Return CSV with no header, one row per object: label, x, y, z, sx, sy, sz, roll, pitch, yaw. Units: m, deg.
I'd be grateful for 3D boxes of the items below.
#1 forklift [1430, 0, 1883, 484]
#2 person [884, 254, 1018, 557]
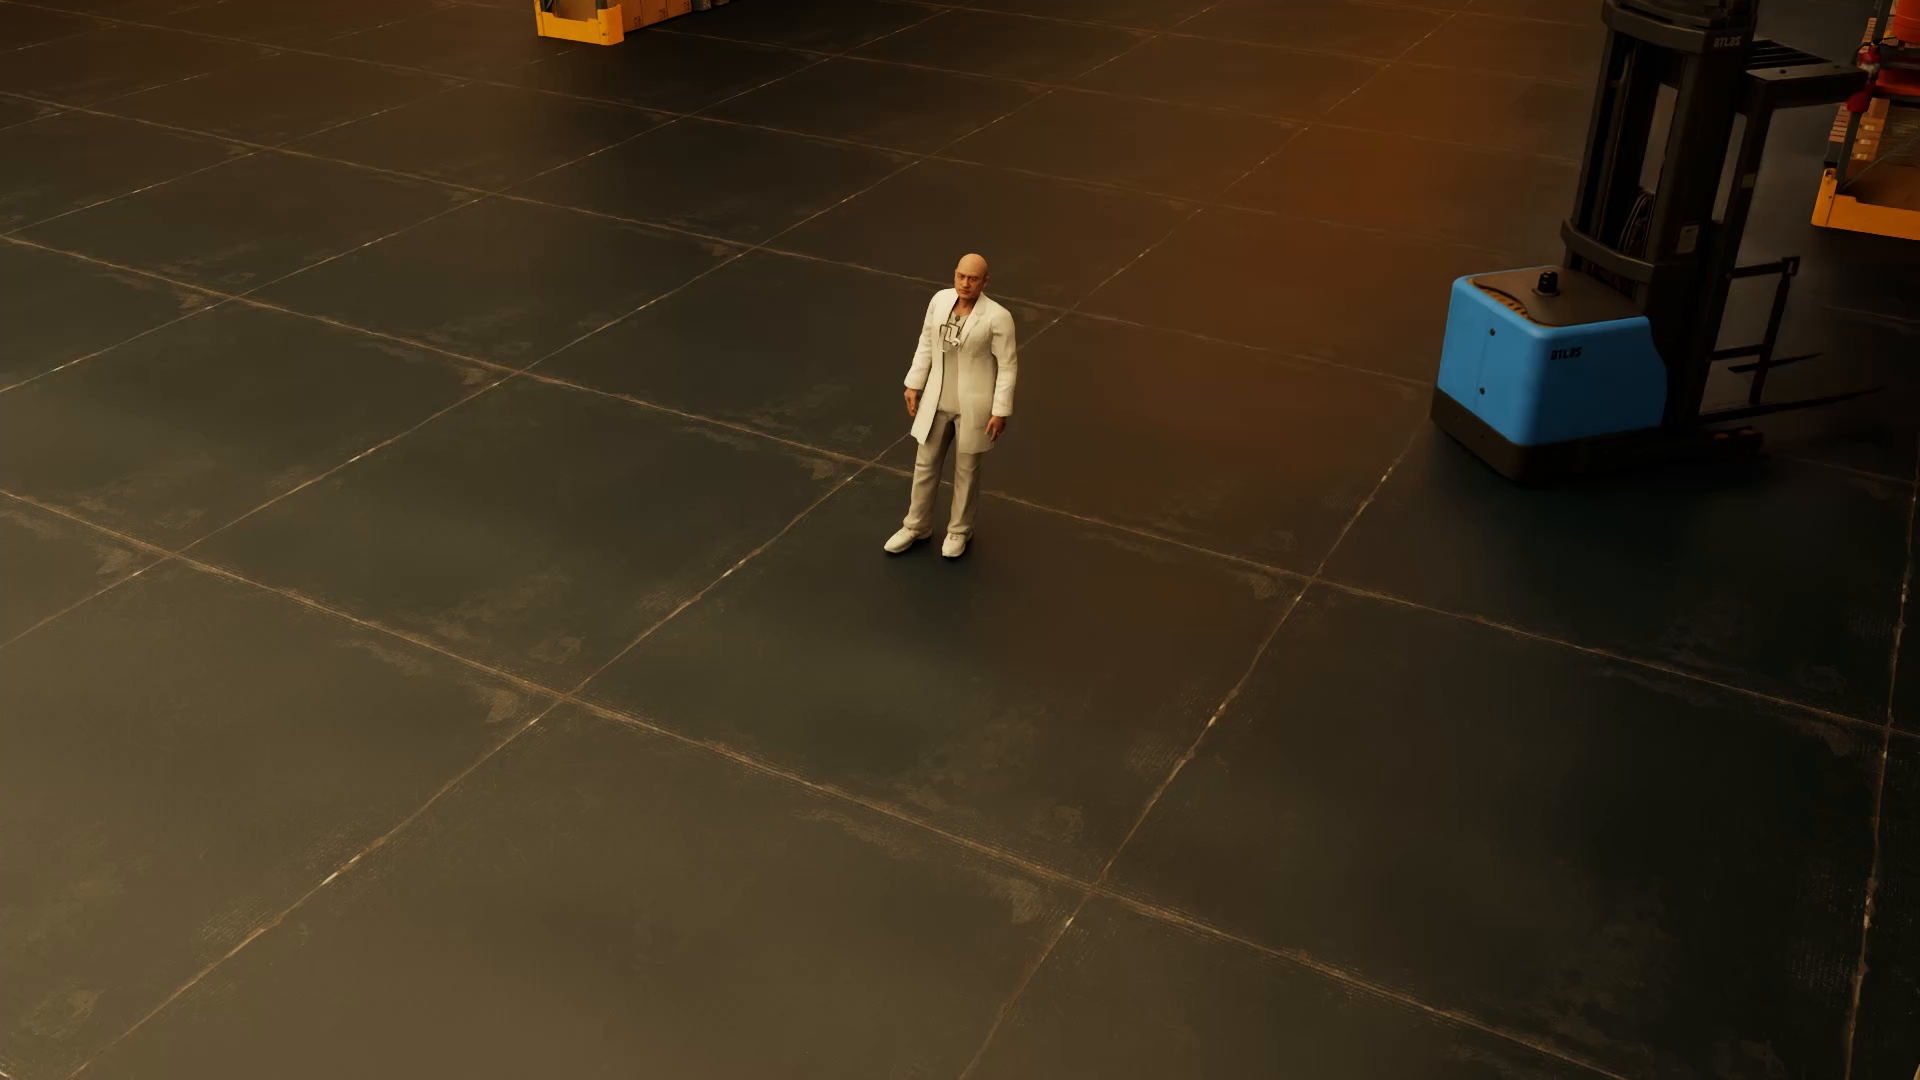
forklift,4.767,-2.047,10.618,3.031,2.935,1.130,-9,31,-15
person,-0.048,-0.737,9.487,0.696,1.777,0.578,15,33,25
